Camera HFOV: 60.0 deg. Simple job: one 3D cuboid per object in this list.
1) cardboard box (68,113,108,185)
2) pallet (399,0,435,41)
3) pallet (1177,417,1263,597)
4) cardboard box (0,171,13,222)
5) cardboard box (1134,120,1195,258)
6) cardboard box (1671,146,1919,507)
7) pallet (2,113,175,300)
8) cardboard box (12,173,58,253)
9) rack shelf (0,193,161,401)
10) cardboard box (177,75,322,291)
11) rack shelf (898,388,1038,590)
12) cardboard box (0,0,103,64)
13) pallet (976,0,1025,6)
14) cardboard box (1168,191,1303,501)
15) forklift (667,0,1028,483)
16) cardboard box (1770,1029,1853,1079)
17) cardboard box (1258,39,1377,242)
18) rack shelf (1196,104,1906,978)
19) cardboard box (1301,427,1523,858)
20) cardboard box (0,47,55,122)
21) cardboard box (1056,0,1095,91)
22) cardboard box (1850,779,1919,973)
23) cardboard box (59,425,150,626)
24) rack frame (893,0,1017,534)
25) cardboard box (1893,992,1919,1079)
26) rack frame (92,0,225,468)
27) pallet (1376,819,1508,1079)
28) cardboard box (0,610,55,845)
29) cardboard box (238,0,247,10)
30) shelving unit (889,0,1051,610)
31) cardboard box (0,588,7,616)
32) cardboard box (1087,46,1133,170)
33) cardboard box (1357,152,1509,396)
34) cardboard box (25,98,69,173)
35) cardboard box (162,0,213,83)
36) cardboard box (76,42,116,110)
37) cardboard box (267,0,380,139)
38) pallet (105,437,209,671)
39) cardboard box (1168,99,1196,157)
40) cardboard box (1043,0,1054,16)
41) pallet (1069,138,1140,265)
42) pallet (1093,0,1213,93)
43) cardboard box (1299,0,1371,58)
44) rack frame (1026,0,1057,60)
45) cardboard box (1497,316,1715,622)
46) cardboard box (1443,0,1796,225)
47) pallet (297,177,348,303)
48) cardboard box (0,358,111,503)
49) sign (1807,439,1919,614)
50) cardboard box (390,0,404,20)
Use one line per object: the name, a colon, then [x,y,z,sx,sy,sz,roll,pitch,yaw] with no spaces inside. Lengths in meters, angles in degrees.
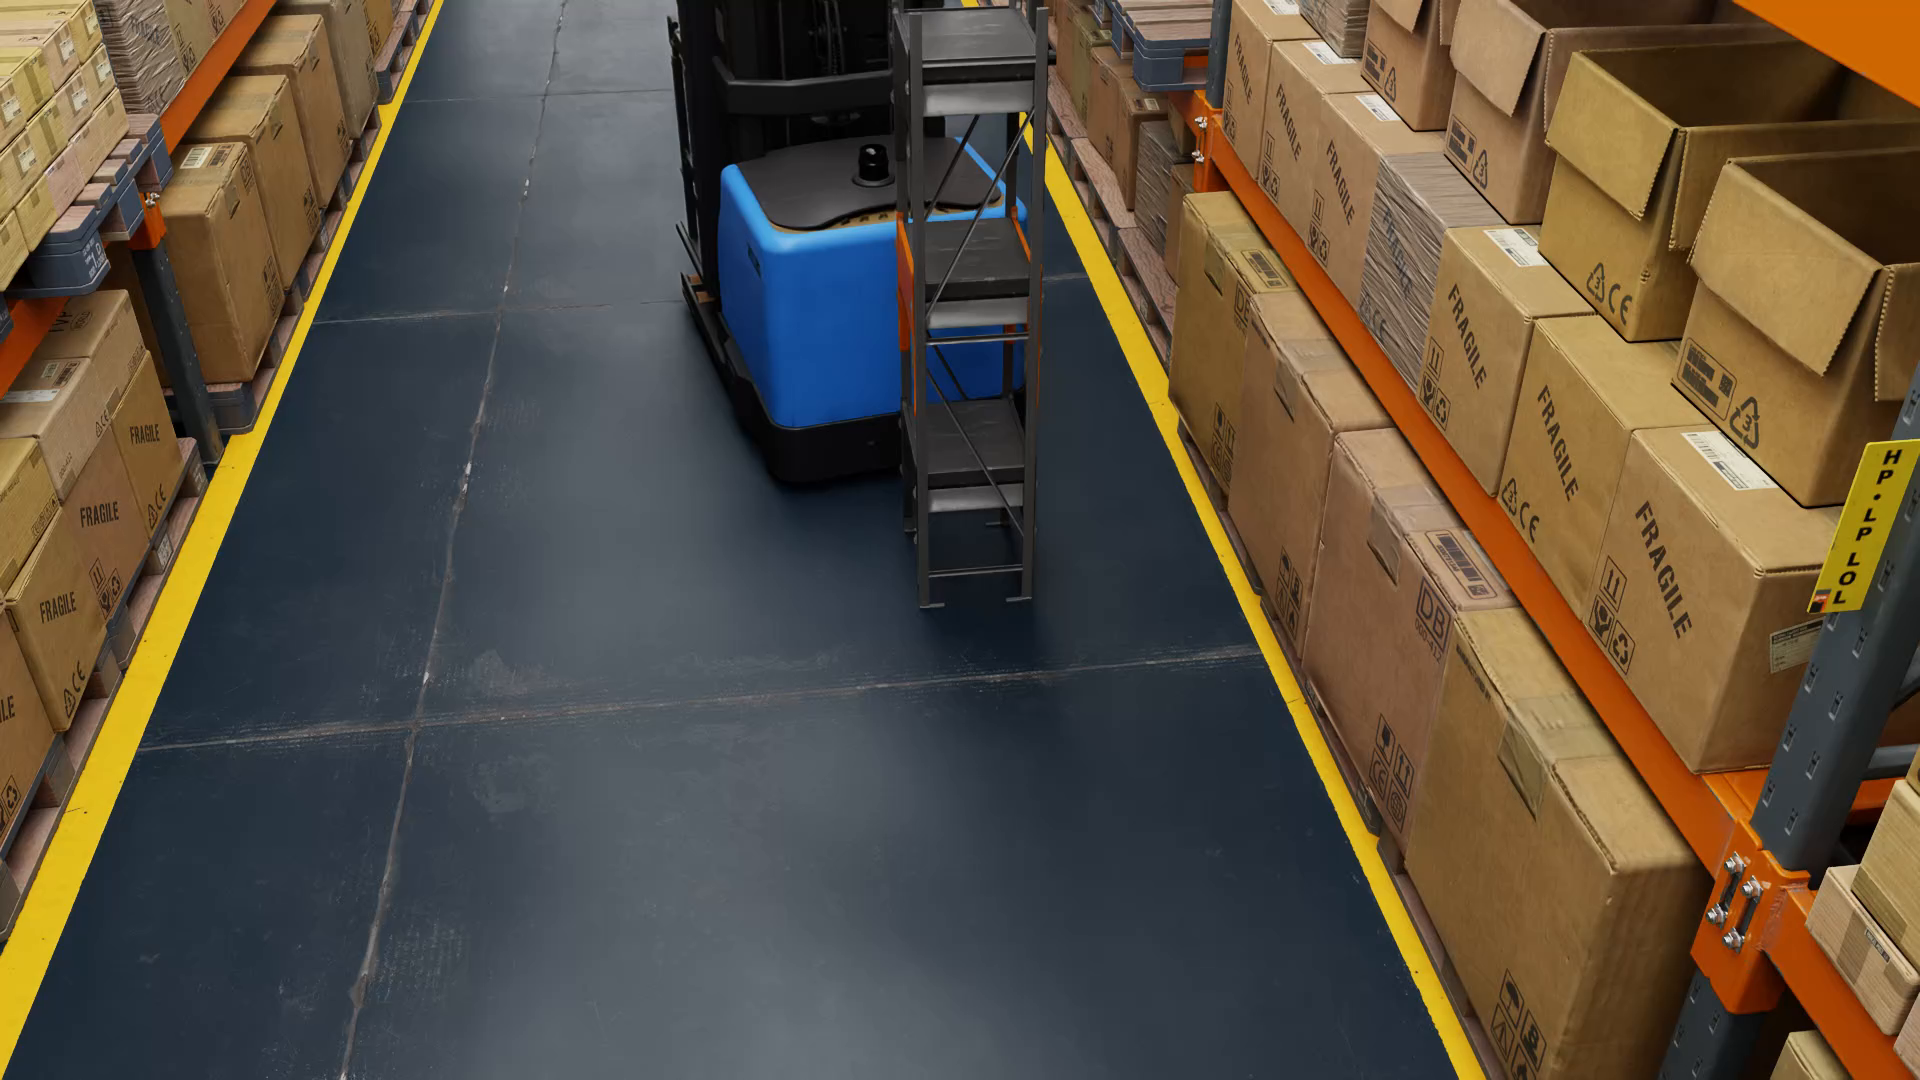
cardboard box: [-2.931,-1.222,5.229,0.380,0.149,0.250,-4,35,-7]
pallet: [-4.215,-3.723,11.526,1.003,0.211,1.213,-4,35,-6]
pallet: [1.475,-0.252,6.433,1.003,0.211,1.213,-4,35,-6]
cardboard box: [-2.827,-0.908,4.505,0.380,0.149,0.250,-5,35,-7]
cardboard box: [1.247,-1.680,7.881,0.700,0.500,0.500,-7,35,-10]
cardboard box: [1.888,-0.430,3.238,0.797,0.503,0.637,-5,35,-8]
pallet: [-3.283,-1.062,5.315,1.213,0.211,1.003,-4,35,-6]
cardboard box: [-2.866,-0.939,4.814,0.380,0.149,0.250,-5,35,-7]
rack shelf: [-3.215,-0.118,4.398,1.077,0.370,4.000,-4,35,-6]
cardboard box: [-3.598,-1.609,7.573,1.050,0.750,0.750,-4,34,-6]
rack shelf: [0.022,-0.186,5.925,0.431,0.518,0.480,-4,35,-6]
cardboard box: [-2.964,-1.608,5.268,0.380,0.149,0.250,-6,35,-8]
pallet: [0.613,-3.985,11.910,1.003,0.211,1.213,-4,35,-6]
cardboard box: [1.516,-0.759,6.214,1.225,0.875,0.875,-6,35,-9]
forklift: [-0.674,-2.259,6.962,1.130,2.935,3.031,-11,36,-15]
cardboard box: [1.991,1.461,2.957,0.875,0.875,0.875,-4,35,-6]
cardboard box: [1.311,-1.312,5.423,0.500,0.500,0.500,-5,35,-8]
rack shelf: [1.713,-0.437,4.867,1.077,0.370,4.000,-4,35,-6]
cardboard box: [1.755,0.232,4.760,1.225,0.875,0.875,-6,35,-8]
cardboard box: [-2.897,-1.321,4.847,0.380,0.149,0.250,-3,34,-5]
cardboard box: [0.967,-2.887,9.652,0.700,0.500,0.500,-7,35,-10]
cardboard box: [1.786,0.603,2.571,0.500,0.250,0.500,-5,35,-7]
cardboard box: [-3.071,-0.034,5.483,0.500,0.500,0.500,-3,34,-4]
rack frame: [-0.011,-0.911,5.723,0.400,2.100,0.015,-4,35,-6]
cardboard box: [1.728,0.822,2.603,0.380,0.149,0.250,-5,35,-8]
rack frame: [-3.484,-1.531,5.833,1.000,3.000,0.127,-4,35,-6]
pallet: [1.804,1.109,4.435,1.003,0.211,1.213,-4,35,-6]
cardboard box: [-2.940,0.542,4.639,0.500,0.500,0.500,-4,34,-6]
cardboard box: [-3.481,-2.687,7.440,0.500,0.500,0.500,-5,35,-7]
shelving unit: [0.022,-0.775,5.523,0.431,2.100,0.503,-4,35,-6]
cardboard box: [-2.922,0.236,4.421,0.500,0.250,0.500,-3,34,-5]
cardboard box: [1.088,-2.307,8.801,0.700,0.500,0.500,-7,35,-10]
cardboard box: [1.449,-0.747,4.594,0.500,0.500,0.500,-4,35,-6]
cardboard box: [-2.891,-1.187,4.914,0.380,0.149,0.250,-4,34,-5]
cardboard box: [-3.349,-2.127,6.619,0.500,0.500,0.500,-5,35,-7]
cardboard box: [-2.967,-1.483,5.348,0.380,0.149,0.250,-4,34,-5]
cardboard box: [-3.850,-2.668,9.126,1.050,0.750,0.750,-5,35,-7]
pallet: [-3.381,0.057,5.978,1.003,0.211,1.213,-4,35,-6]
cardboard box: [1.243,-1.976,7.649,0.500,0.250,0.500,-1,34,-1]
cardboard box: [0.807,-3.768,10.963,0.500,0.500,0.500,6,35,9]
pallet: [1.180,-1.814,8.724,1.003,0.211,1.213,-4,35,-6]
pallet: [1.243,-2.161,6.927,1.213,0.211,1.003,-4,35,-6]
cardboard box: [1.526,-1.897,5.390,0.797,0.503,0.637,-3,34,-5]
rack frame: [0.906,-4.083,9.577,1.000,3.000,0.127,-4,35,-6]
cardboard box: [1.589,-0.177,3.757,0.500,0.500,0.500,-3,34,-5]
cardboard box: [1.708,-1.159,4.308,0.797,0.503,0.637,-3,34,-5]
pallet: [-3.677,-1.504,8.269,1.003,0.211,1.213,-4,35,-6]
cardboard box: [-3.054,-0.339,5.264,0.500,0.250,0.500,-4,34,-6]
sign: [1.446,-0.017,2.654,0.100,0.325,0.005,-4,35,-6]
cardboard box: [-4.163,-3.918,10.849,0.875,0.875,0.875,-4,34,-6]
